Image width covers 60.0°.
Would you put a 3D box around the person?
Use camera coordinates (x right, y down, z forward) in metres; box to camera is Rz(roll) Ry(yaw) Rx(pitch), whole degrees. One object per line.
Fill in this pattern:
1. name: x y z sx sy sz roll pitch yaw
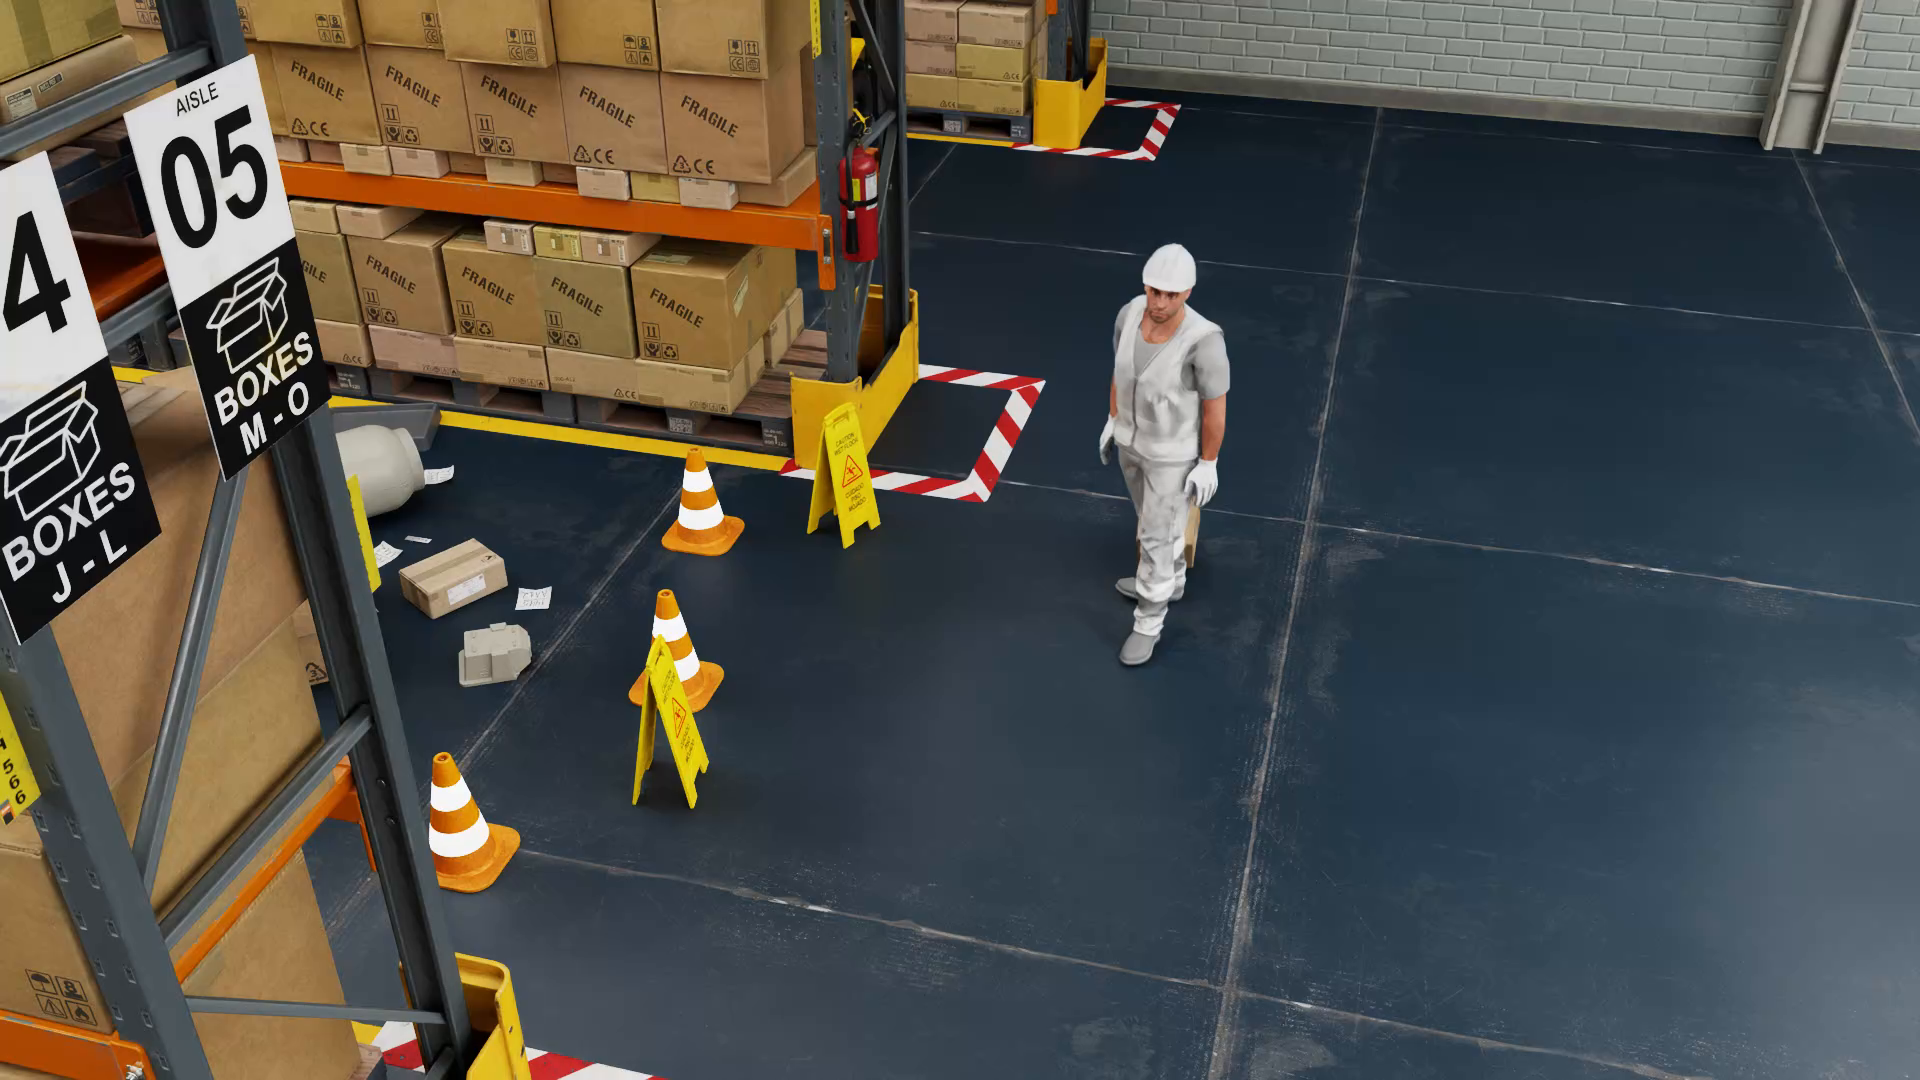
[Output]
1. person: 0.808 -0.374 6.704 0.573 1.786 0.561 -23 39 -32
